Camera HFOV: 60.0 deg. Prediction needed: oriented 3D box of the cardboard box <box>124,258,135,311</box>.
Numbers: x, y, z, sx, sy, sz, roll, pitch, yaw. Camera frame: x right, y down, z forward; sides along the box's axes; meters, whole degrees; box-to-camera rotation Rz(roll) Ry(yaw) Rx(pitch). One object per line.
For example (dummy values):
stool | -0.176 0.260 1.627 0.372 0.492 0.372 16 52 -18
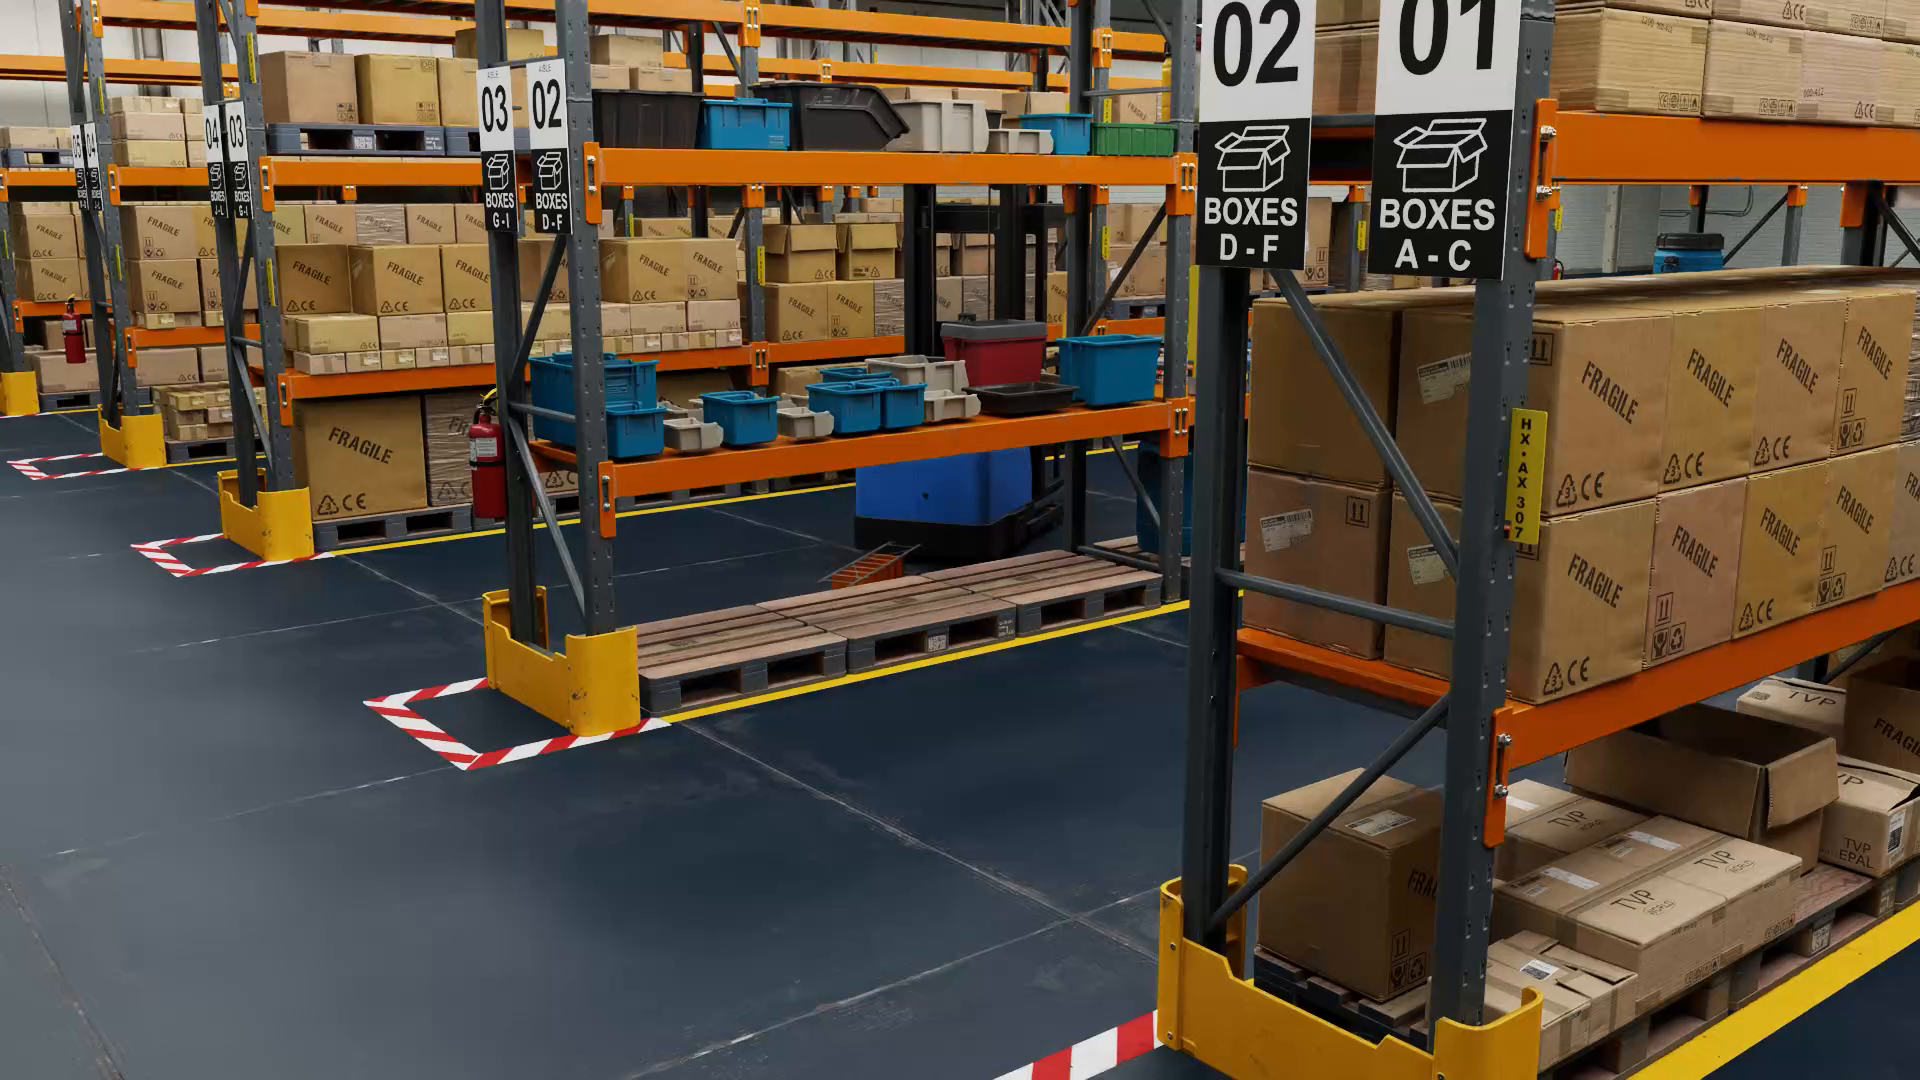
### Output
cardboard box | -7.981 -2.538 16.404 0.500 0.500 0.500 -9 15 -37

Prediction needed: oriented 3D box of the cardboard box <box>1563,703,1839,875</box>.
cardboard box | 2.694 0.912 6.061 0.637 0.503 0.797 -9 15 -38

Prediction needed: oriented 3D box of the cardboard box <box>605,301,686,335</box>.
cardboard box | -2.611 -1.850 13.765 0.500 0.250 0.500 -9 15 -36

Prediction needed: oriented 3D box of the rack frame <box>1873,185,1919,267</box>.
rack frame | 10.437 -2.699 18.118 0.127 3.000 1.000 -9 15 -38

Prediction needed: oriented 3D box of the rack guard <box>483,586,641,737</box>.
rack guard | -2.068 0.605 8.576 0.348 0.500 1.175 -9 15 -38

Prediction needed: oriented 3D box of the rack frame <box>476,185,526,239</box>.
rack frame | -5.047 -2.763 18.419 0.127 3.000 1.000 -9 15 -38

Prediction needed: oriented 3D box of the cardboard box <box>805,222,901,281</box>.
cardboard box | -0.991 -2.656 15.261 0.637 0.503 0.797 -9 15 -37

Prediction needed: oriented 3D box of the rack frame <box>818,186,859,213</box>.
rack frame | -1.972 -4.591 27.027 0.127 3.000 1.000 -9 15 -38

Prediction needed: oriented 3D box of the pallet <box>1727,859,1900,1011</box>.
pallet | 2.668 1.274 6.121 1.213 0.211 1.003 -9 15 -38

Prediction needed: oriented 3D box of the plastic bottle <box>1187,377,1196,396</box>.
plastic bottle | 1.575 -1.116 10.783 0.185 0.351 0.144 -9 15 -38

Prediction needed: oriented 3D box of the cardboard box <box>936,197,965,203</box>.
cardboard box | -0.321 -5.502 27.954 0.500 0.500 0.700 -10 15 -38

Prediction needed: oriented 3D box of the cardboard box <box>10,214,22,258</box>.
cardboard box | -11.114 -3.673 20.056 0.500 0.500 0.500 -9 15 -36

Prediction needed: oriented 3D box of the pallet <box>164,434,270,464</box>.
pallet | -7.455 -0.989 16.780 1.213 0.211 1.003 -9 15 -38

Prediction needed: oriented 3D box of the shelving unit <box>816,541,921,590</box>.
shelving unit | -0.590 0.240 11.023 0.258 0.189 1.200 6 14 20

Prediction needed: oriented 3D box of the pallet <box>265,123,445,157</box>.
pallet | -4.578 -2.948 12.283 1.213 0.211 1.003 -9 15 -38

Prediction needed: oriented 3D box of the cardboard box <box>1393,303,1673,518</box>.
cardboard box | 1.546 -0.372 4.511 0.500 0.500 0.500 -9 15 -36

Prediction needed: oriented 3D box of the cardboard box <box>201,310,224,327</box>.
cardboard box | -7.297 -2.176 16.259 0.250 0.149 0.380 -10 16 -39

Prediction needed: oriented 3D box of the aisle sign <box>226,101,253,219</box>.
aisle sign | -5.020 -2.640 11.581 0.004 0.787 0.394 -9 15 -38

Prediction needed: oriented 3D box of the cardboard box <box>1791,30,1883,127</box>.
cardboard box | 2.383 -1.366 4.981 0.500 0.250 0.500 -9 15 -38

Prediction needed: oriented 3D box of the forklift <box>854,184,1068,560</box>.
forklift | 0.214 -1.557 12.905 1.130 2.935 3.031 4 13 19

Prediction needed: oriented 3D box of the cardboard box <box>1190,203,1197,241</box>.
cardboard box | 3.115 -4.743 24.782 0.550 0.550 0.875 -9 15 -38

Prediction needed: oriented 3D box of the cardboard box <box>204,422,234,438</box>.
cardboard box | -7.408 -1.118 16.525 0.250 0.149 0.380 -10 15 -38

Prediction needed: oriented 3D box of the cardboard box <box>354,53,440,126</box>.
cardboard box | -4.264 -3.326 12.359 0.500 0.500 0.700 -10 16 -40

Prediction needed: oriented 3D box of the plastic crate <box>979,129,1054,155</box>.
plastic crate | 0.311 -2.254 9.433 0.466 0.136 0.293 -9 15 -38

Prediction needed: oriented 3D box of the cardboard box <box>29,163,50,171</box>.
cardboard box | -13.193 -5.306 23.778 0.250 0.149 0.380 -9 15 -38

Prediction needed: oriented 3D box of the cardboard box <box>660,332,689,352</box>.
cardboard box | -2.462 -1.663 13.844 0.250 0.149 0.380 -10 15 -39

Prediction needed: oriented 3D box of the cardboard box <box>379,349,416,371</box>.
cardboard box | -4.269 -1.363 12.430 0.250 0.149 0.380 -10 16 -39

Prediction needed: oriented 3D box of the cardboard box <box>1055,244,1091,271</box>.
cardboard box | 1.480 -3.924 23.527 0.550 0.550 0.875 -9 15 -38

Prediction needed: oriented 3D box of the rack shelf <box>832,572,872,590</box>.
rack shelf | -0.700 0.308 10.735 0.258 0.180 0.103 6 14 20

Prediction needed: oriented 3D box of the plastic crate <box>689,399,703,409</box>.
plastic crate | -1.298 -0.694 9.165 0.243 0.136 0.396 -9 15 -38

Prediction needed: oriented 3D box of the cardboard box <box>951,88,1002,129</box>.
cardboard box | 0.045 -3.969 15.625 0.500 0.500 0.500 -8 15 -35

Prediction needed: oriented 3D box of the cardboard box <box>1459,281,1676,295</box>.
cardboard box | 2.006 -0.593 5.553 0.500 0.500 0.500 -9 15 -36

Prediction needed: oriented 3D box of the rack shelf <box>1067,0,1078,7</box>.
rack shelf | -0.495 -3.270 9.056 4.000 0.370 1.077 -9 15 -38

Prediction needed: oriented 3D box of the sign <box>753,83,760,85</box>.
sign | -1.680 -3.614 13.772 0.005 0.325 0.100 -9 15 -38

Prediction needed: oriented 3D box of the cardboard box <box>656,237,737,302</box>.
cardboard box | -2.219 -2.281 13.990 0.500 0.500 0.500 -9 15 -36

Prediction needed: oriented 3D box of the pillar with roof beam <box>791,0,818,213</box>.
pillar with roof beam | -0.369 -8.207 29.612 0.548 9.000 9.100 -9 15 -38

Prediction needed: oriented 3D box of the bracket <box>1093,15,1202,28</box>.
bracket | 4.198 -11.777 37.760 4.783 0.066 0.076 -9 15 -38

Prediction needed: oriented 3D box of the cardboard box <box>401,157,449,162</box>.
cardboard box | -5.659 -3.986 17.320 0.500 0.250 0.500 -9 15 -38

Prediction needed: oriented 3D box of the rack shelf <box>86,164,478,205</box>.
rack shelf | -6.609 -3.619 16.960 4.000 0.370 1.077 -9 15 -38

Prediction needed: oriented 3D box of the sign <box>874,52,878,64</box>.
sign | -1.624 -9.255 32.109 0.005 0.325 0.100 -9 15 -38

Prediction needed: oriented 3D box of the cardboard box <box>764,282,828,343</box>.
cardboard box | -1.512 -2.013 14.648 0.500 0.500 0.500 -9 15 -37

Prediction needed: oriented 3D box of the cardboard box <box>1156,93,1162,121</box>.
cardboard box | 2.022 -4.310 17.037 0.500 0.500 0.500 -9 15 -37

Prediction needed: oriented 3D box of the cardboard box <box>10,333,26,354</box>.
cardboard box | -13.909 -2.887 24.000 0.637 0.503 0.797 -10 16 -40

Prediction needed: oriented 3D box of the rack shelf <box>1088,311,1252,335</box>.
rack shelf | 2.658 -2.372 18.310 4.000 0.370 1.077 -9 15 -38

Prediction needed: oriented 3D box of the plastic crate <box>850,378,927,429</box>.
plastic crate | -0.396 -0.759 9.240 0.300 0.233 0.416 -9 15 -38

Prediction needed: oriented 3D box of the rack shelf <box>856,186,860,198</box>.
rack shelf | -0.410 -5.966 28.012 4.000 0.370 1.077 -9 15 -38

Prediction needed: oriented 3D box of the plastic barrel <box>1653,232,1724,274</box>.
plastic barrel | 6.823 -2.424 15.617 0.708 0.901 0.600 -9 15 -38

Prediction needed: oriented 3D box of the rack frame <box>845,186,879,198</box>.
rack frame | -1.952 -5.914 33.260 0.127 3.000 1.000 -9 15 -38

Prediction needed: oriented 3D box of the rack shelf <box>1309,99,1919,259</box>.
rack shelf | 2.596 -1.194 5.540 4.000 0.370 1.077 -9 15 -38

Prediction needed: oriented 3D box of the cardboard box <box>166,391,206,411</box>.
cardboard box | -7.549 -1.359 16.226 0.250 0.149 0.380 -10 16 -40

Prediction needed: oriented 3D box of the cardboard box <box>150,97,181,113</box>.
cardboard box | -7.565 -4.113 15.751 0.250 0.149 0.380 -9 15 -35
